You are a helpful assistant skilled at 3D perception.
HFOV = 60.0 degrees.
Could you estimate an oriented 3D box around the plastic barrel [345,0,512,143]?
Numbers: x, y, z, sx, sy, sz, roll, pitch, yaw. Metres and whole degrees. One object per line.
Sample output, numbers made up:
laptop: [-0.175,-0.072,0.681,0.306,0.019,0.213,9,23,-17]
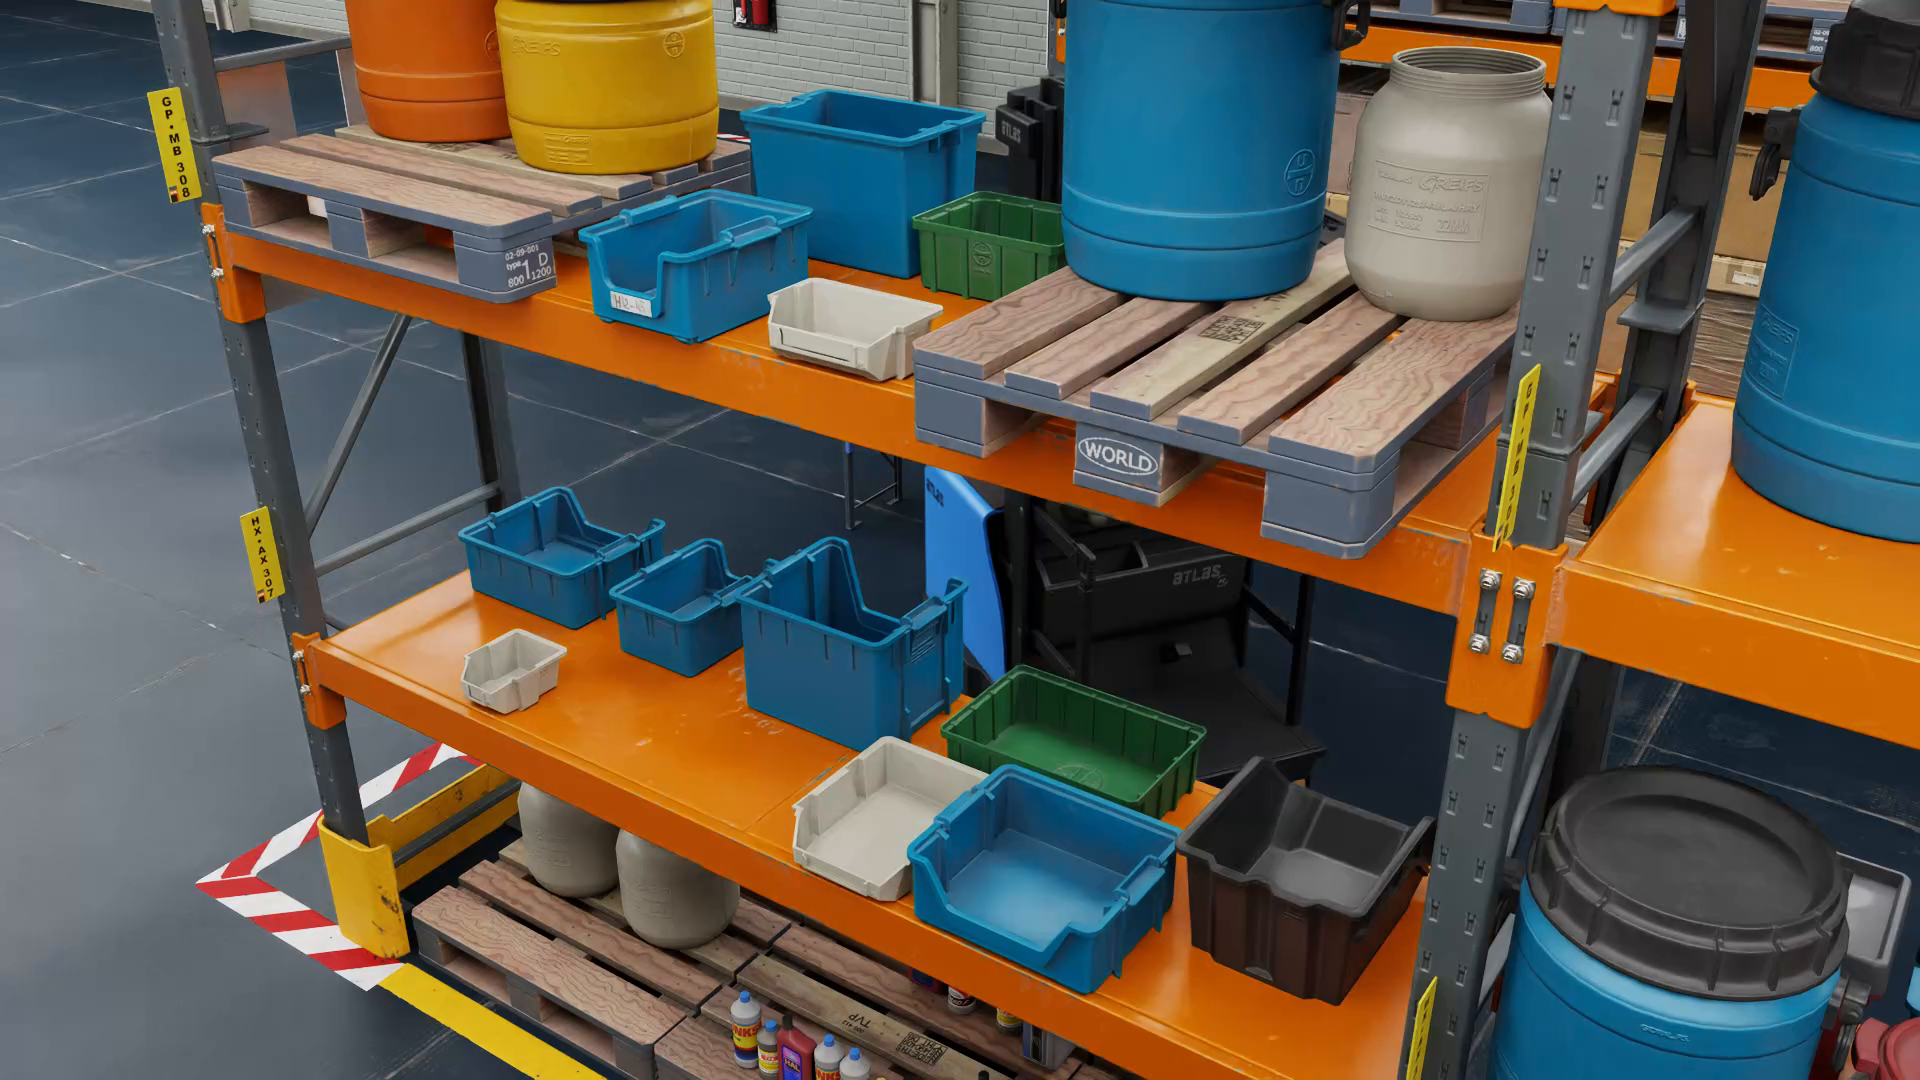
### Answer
plastic barrel: [-1.533,-1.668,4.976,0.708,0.830,0.600,17,32,30]

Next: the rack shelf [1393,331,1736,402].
rack shelf: [2.450,-1.046,8.792,4.000,0.370,1.077,17,32,30]

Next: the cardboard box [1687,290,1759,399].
cardboard box: [3.730,-1.010,7.816,0.500,0.500,0.700,16,31,29]

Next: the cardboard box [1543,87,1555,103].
cardboard box: [2.900,-1.846,8.029,0.500,0.500,0.700,17,32,30]

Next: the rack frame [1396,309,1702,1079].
rack frame: [1.292,0.997,3.983,0.127,3.000,1.000,17,32,30]

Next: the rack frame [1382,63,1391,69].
rack frame: [3.603,-3.734,13.279,0.127,3.000,1.000,17,32,30]

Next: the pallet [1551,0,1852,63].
pallet: [3.381,-2.360,7.371,1.213,0.211,1.003,17,32,30]

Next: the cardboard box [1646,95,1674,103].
cardboard box: [5.083,-3.381,11.903,0.500,0.500,0.500,18,32,32]

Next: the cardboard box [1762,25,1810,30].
cardboard box: [5.799,-3.446,12.030,0.500,0.500,0.500,18,32,32]

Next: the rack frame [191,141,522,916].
rack frame: [-2.006,-0.030,6.001,0.127,3.000,1.000,17,32,30]

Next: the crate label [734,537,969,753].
crate label: [-0.335,0.326,5.263,0.616,0.435,0.502,17,32,30]

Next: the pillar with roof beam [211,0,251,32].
pillar with roof beam: [-12.604,-9.564,18.121,0.400,9.000,9.100,17,32,30]

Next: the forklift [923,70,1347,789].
forklift: [0.832,-0.249,6.508,1.130,2.935,3.031,-10,29,-19]

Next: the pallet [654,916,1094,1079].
pallet: [-0.248,1.739,5.600,1.213,0.211,1.003,17,32,30]

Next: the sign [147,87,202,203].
sign: [-2.321,-1.166,4.917,0.005,0.325,0.100,17,32,30]

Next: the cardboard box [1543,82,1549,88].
cardboard box: [4.229,-3.644,12.420,0.500,0.500,0.500,17,32,30]

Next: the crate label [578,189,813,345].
crate label: [-0.650,-0.696,4.167,0.408,0.251,0.502,17,32,30]

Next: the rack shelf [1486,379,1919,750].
rack shelf: [2.940,0.495,2.456,4.000,0.370,1.077,17,32,30]

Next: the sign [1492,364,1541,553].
sign: [0.971,-0.141,2.902,0.005,0.325,0.100,17,32,30]

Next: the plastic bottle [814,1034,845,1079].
plastic bottle: [-0.405,1.660,5.203,0.097,0.271,0.097,0,27,0]

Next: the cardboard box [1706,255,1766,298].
cardboard box: [3.551,-1.241,7.556,0.250,0.149,0.380,17,31,29]

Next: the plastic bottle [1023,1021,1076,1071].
plastic bottle: [0.292,1.557,5.401,0.135,0.276,0.152,17,32,30]

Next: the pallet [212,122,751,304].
pallet: [-1.379,-1.033,4.874,1.213,0.211,1.003,17,32,30]

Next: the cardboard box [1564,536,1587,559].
cardboard box: [3.186,0.015,8.481,0.500,0.250,0.500,17,32,30]

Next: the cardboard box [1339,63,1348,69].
cardboard box: [1.660,-2.232,8.788,0.500,0.500,0.700,16,31,29]

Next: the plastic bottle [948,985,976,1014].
plastic bottle: [0.008,1.491,5.613,0.097,0.201,0.097,0,27,0]

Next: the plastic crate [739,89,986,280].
plastic crate: [-0.263,-0.982,4.583,0.575,0.384,0.392,17,32,30]

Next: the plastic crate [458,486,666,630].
plastic crate: [-1.424,0.053,6.002,0.616,0.251,0.499,17,32,30]

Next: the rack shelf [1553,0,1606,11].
rack shelf: [-0.357,-1.691,3.885,4.000,0.370,1.077,17,32,30]

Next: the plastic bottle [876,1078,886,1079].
plastic bottle: [-0.241,1.743,5.119,0.097,0.201,0.097,0,27,0]

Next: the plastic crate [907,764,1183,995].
plastic crate: [0.226,0.881,4.376,0.616,0.251,0.499,17,32,30]

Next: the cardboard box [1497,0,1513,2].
cardboard box: [4.112,-3.968,13.057,0.500,0.500,0.500,17,31,30]

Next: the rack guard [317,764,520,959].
rack guard: [-1.916,1.086,6.564,0.348,0.500,1.175,17,32,30]

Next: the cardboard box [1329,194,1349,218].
cardboard box: [2.066,-1.703,8.464,0.250,0.149,0.380,17,31,30]

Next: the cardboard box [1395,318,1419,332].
cardboard box: [2.457,-1.404,8.591,0.500,0.500,0.700,18,32,32]

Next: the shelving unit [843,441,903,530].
shelving unit: [-0.070,-0.690,8.953,1.048,1.500,0.538,17,32,30]

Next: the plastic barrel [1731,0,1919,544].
plastic barrel: [1.834,-0.513,3.092,0.708,0.901,0.600,17,32,30]

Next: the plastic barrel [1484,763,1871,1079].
plastic barrel: [1.438,0.987,3.452,0.708,0.901,0.600,17,32,30]

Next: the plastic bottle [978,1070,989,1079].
plastic bottle: [0.101,1.739,5.036,0.133,0.283,0.061,17,32,30]

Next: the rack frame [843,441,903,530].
rack frame: [-0.489,-0.821,9.209,0.032,1.500,0.500,17,32,30]

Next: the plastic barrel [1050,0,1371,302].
plastic barrel: [0.532,-1.046,3.674,0.708,0.901,0.600,17,32,30]

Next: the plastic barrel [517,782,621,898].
plastic barrel: [-1.420,1.032,6.194,0.421,0.512,0.421,0,27,0]

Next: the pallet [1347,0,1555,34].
pallet: [2.380,-2.674,7.987,1.213,0.211,1.003,17,32,30]

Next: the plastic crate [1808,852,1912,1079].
plastic crate: [1.864,0.979,3.949,0.583,0.464,0.402,17,32,30]

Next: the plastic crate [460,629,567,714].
plastic crate: [-1.450,0.438,5.373,0.250,0.136,0.298,17,32,30]

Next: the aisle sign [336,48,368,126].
aisle sign: [-1.897,-1.318,5.666,0.004,0.787,0.394,17,32,30]

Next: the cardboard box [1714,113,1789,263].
cardboard box: [3.730,-1.588,7.522,0.500,0.500,0.700,17,32,31]

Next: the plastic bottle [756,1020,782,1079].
plastic bottle: [-0.602,1.630,5.340,0.097,0.201,0.097,0,27,0]

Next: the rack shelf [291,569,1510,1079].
rack shelf: [-0.357,0.804,5.155,4.000,0.370,1.077,17,32,30]
